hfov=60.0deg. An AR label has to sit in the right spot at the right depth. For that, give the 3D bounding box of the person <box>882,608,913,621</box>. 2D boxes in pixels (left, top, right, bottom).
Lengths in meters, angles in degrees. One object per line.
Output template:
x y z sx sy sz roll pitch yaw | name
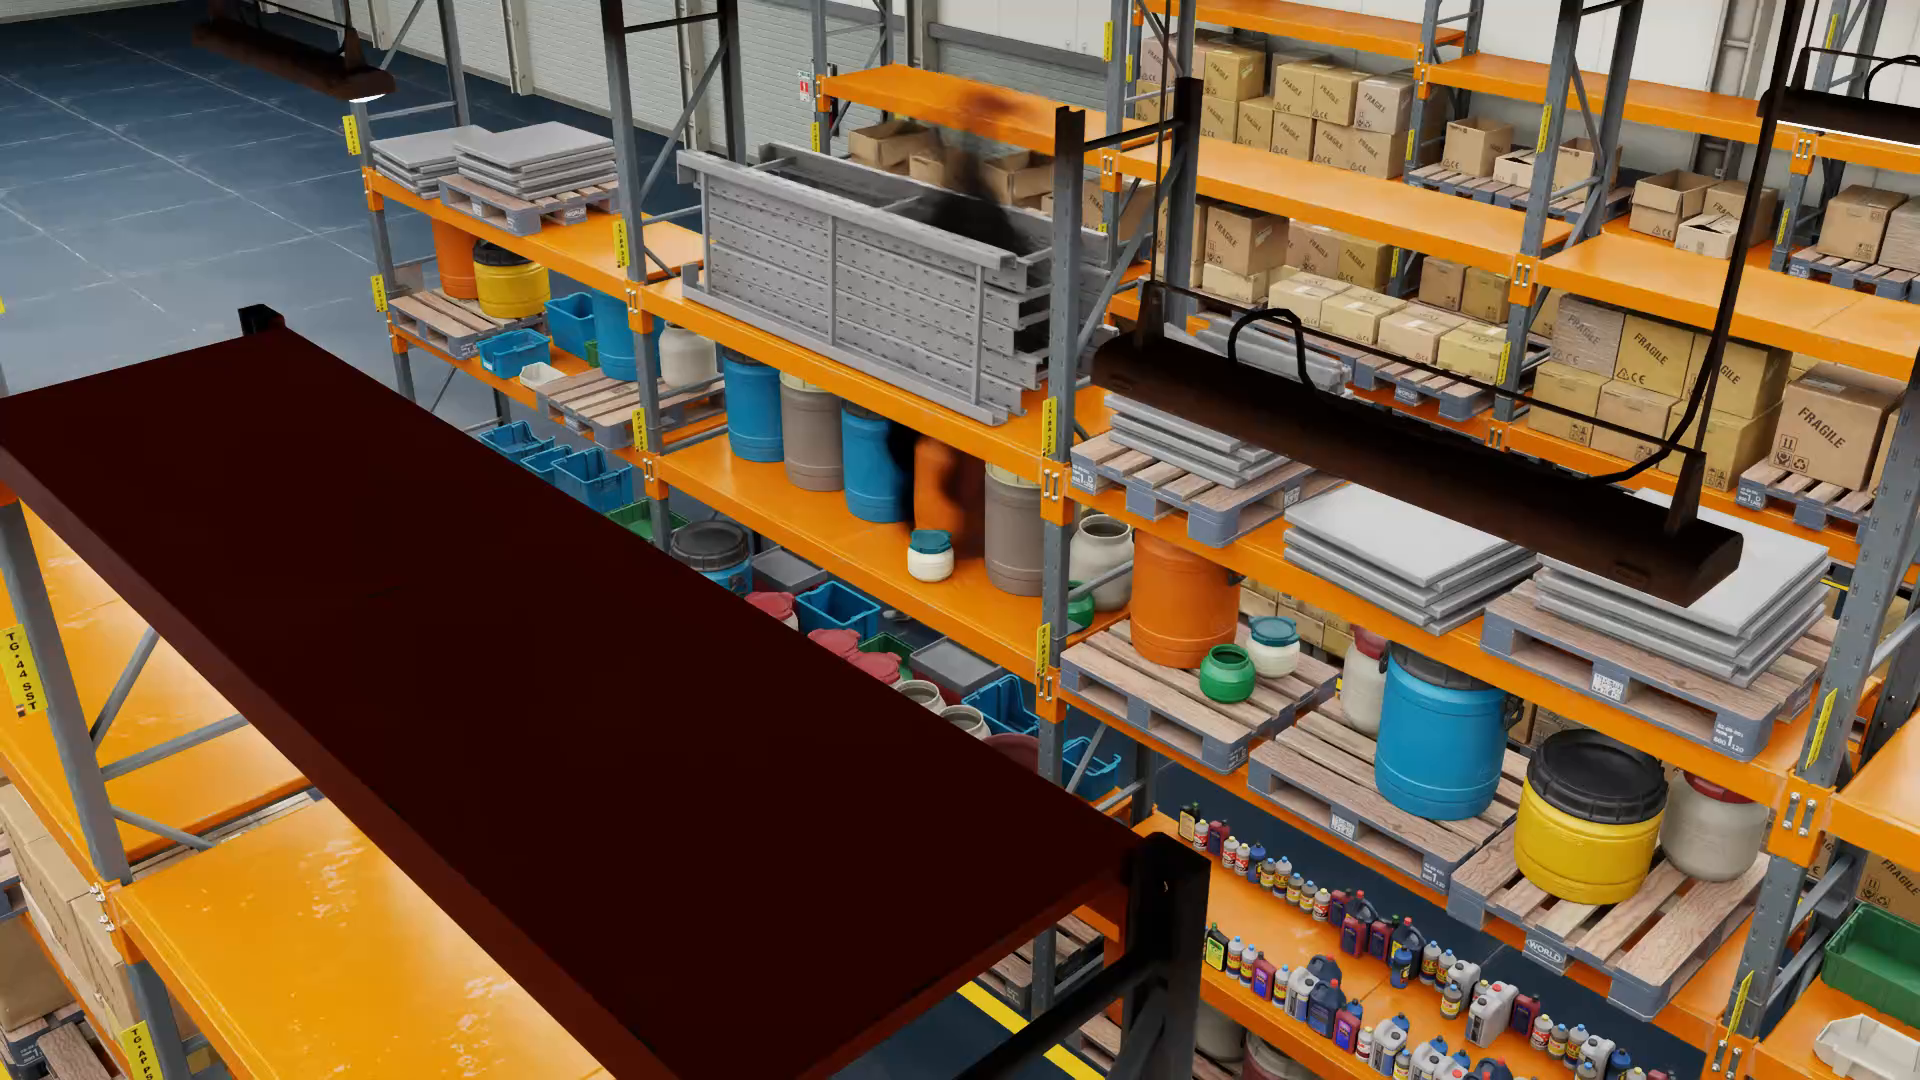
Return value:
-0.411 0.074 15.004 0.784 1.708 0.683 20 34 32 | person
